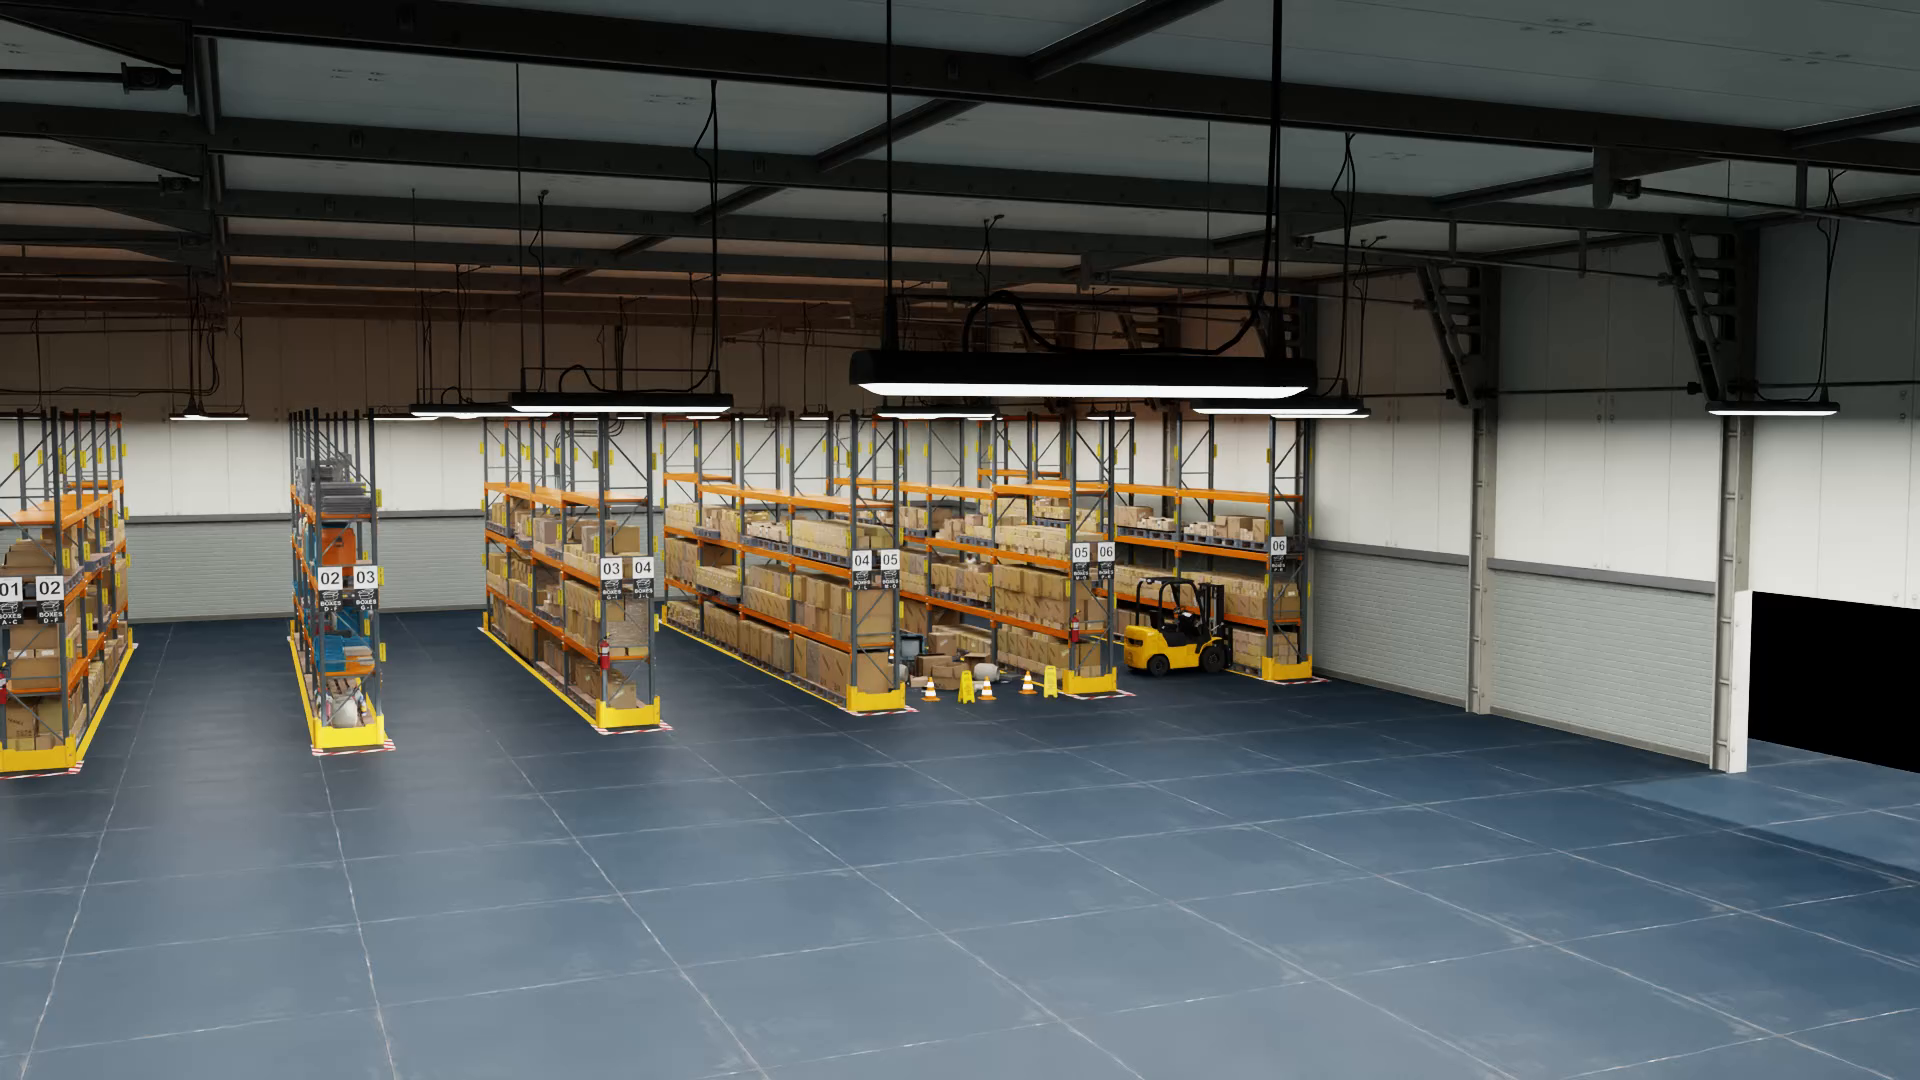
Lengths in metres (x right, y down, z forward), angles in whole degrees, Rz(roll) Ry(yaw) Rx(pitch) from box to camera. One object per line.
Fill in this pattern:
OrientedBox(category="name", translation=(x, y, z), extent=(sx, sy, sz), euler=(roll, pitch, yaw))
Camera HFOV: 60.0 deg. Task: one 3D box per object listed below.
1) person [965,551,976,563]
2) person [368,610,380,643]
OrientedBox(category="person", translation=(0.335, 1.147, 52.957), extent=(0.978, 1.735, 0.535), euler=(-2, 4, -22))
OrientedBox(category="person", translation=(-15.187, 1.901, 42.599), extent=(0.575, 1.619, 1.032), euler=(-3, 5, -33))
